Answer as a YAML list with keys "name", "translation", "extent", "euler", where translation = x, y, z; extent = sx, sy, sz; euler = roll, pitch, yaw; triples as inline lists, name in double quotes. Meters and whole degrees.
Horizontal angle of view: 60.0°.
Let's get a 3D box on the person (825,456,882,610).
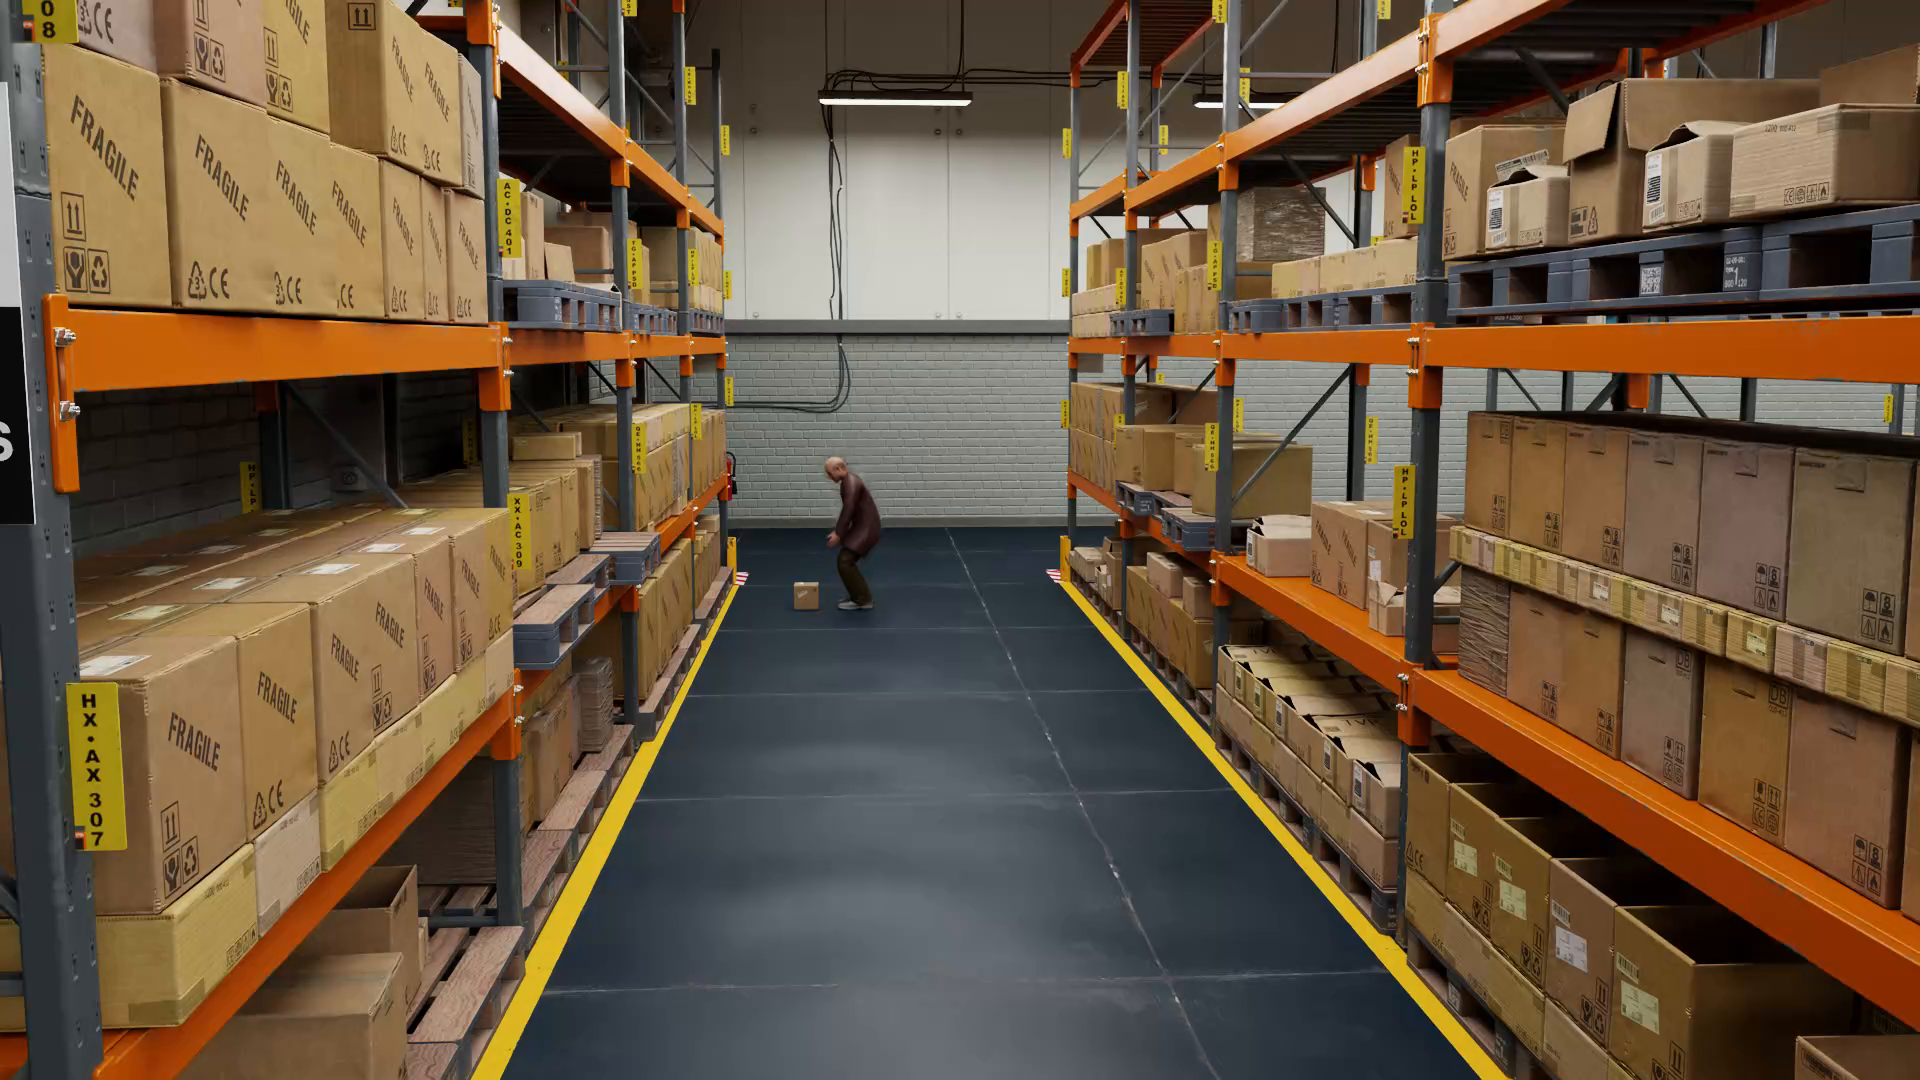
- name: "person"
  translation: [-1.106, -0.073, 17.295]
  extent: [0.588, 1.582, 0.623]
  euler: [0, 7, -3]
